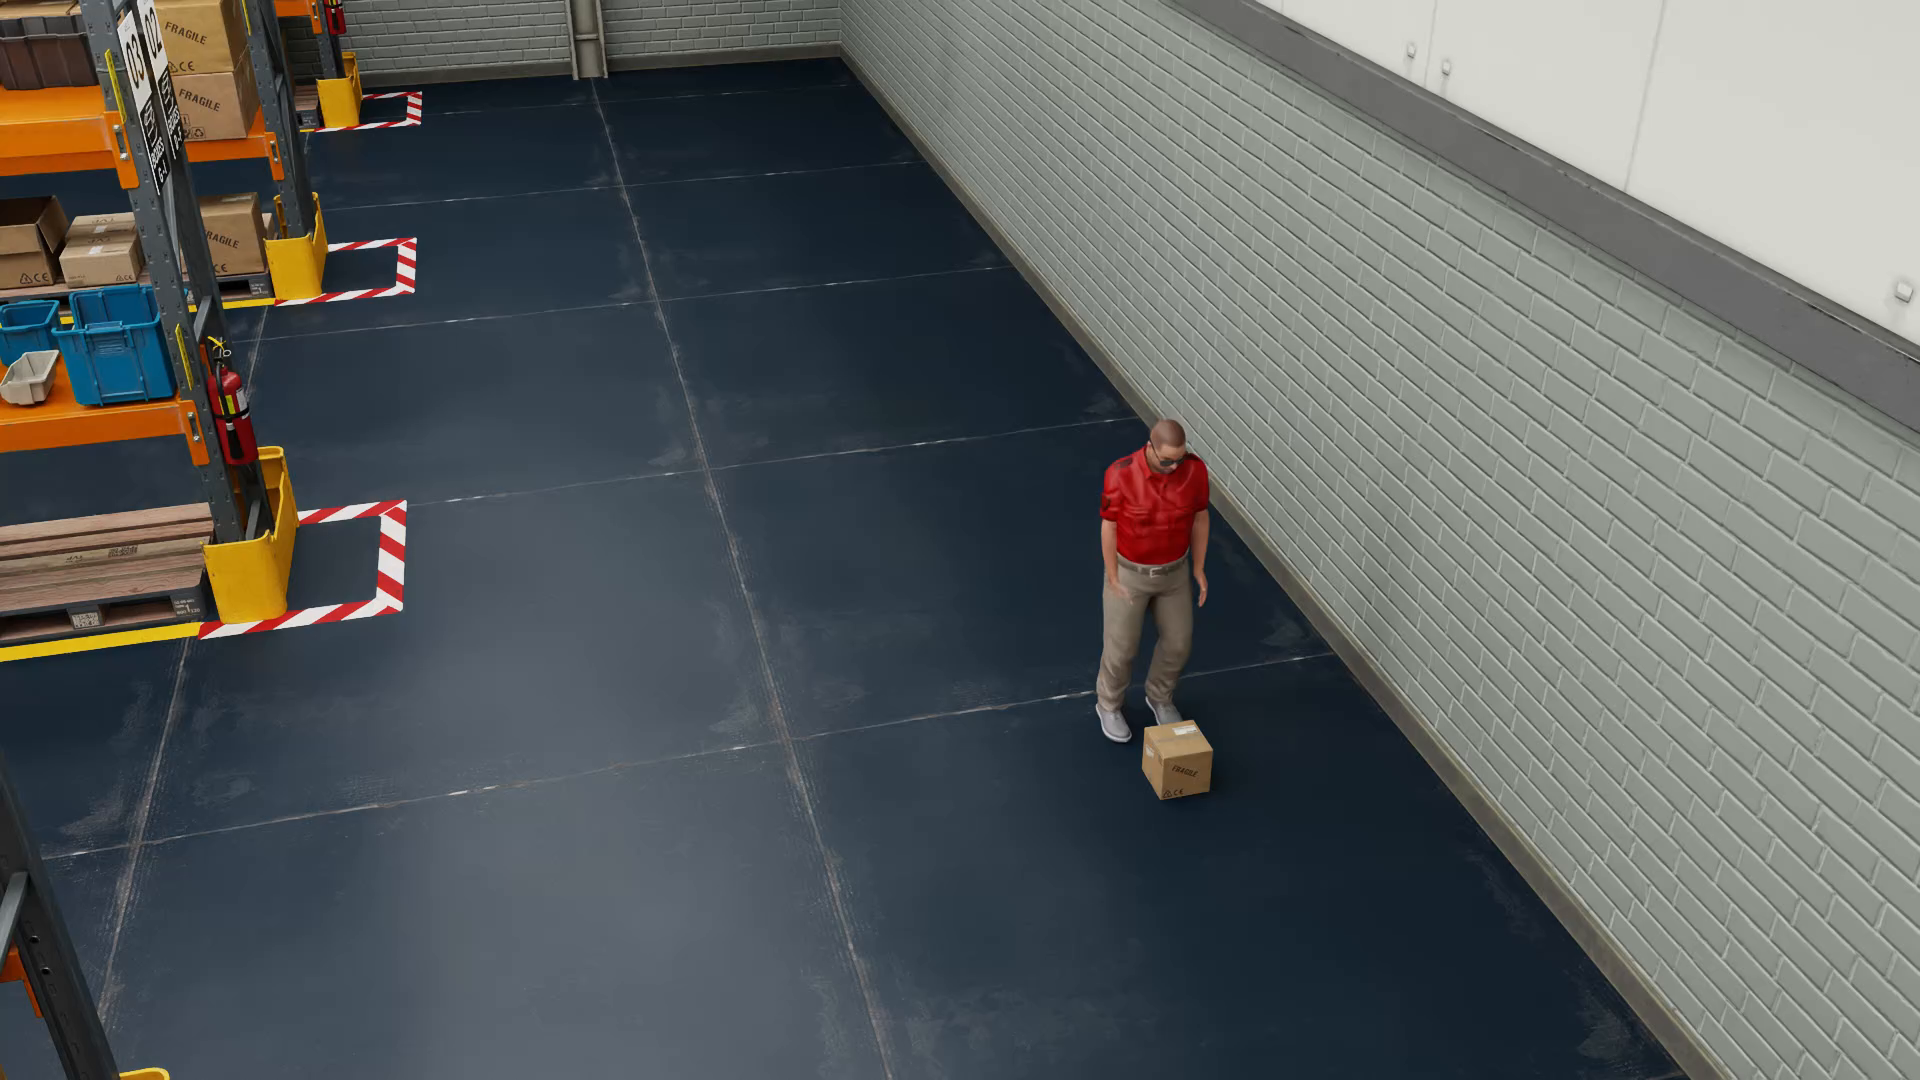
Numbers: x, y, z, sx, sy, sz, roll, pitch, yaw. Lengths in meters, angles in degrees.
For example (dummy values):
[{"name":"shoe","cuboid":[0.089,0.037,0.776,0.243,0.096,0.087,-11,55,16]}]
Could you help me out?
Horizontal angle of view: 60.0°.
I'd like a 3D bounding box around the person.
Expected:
[{"name":"person","cuboid":[0.928,0.172,7.995,0.544,1.704,0.376,-7,31,-12]}]
